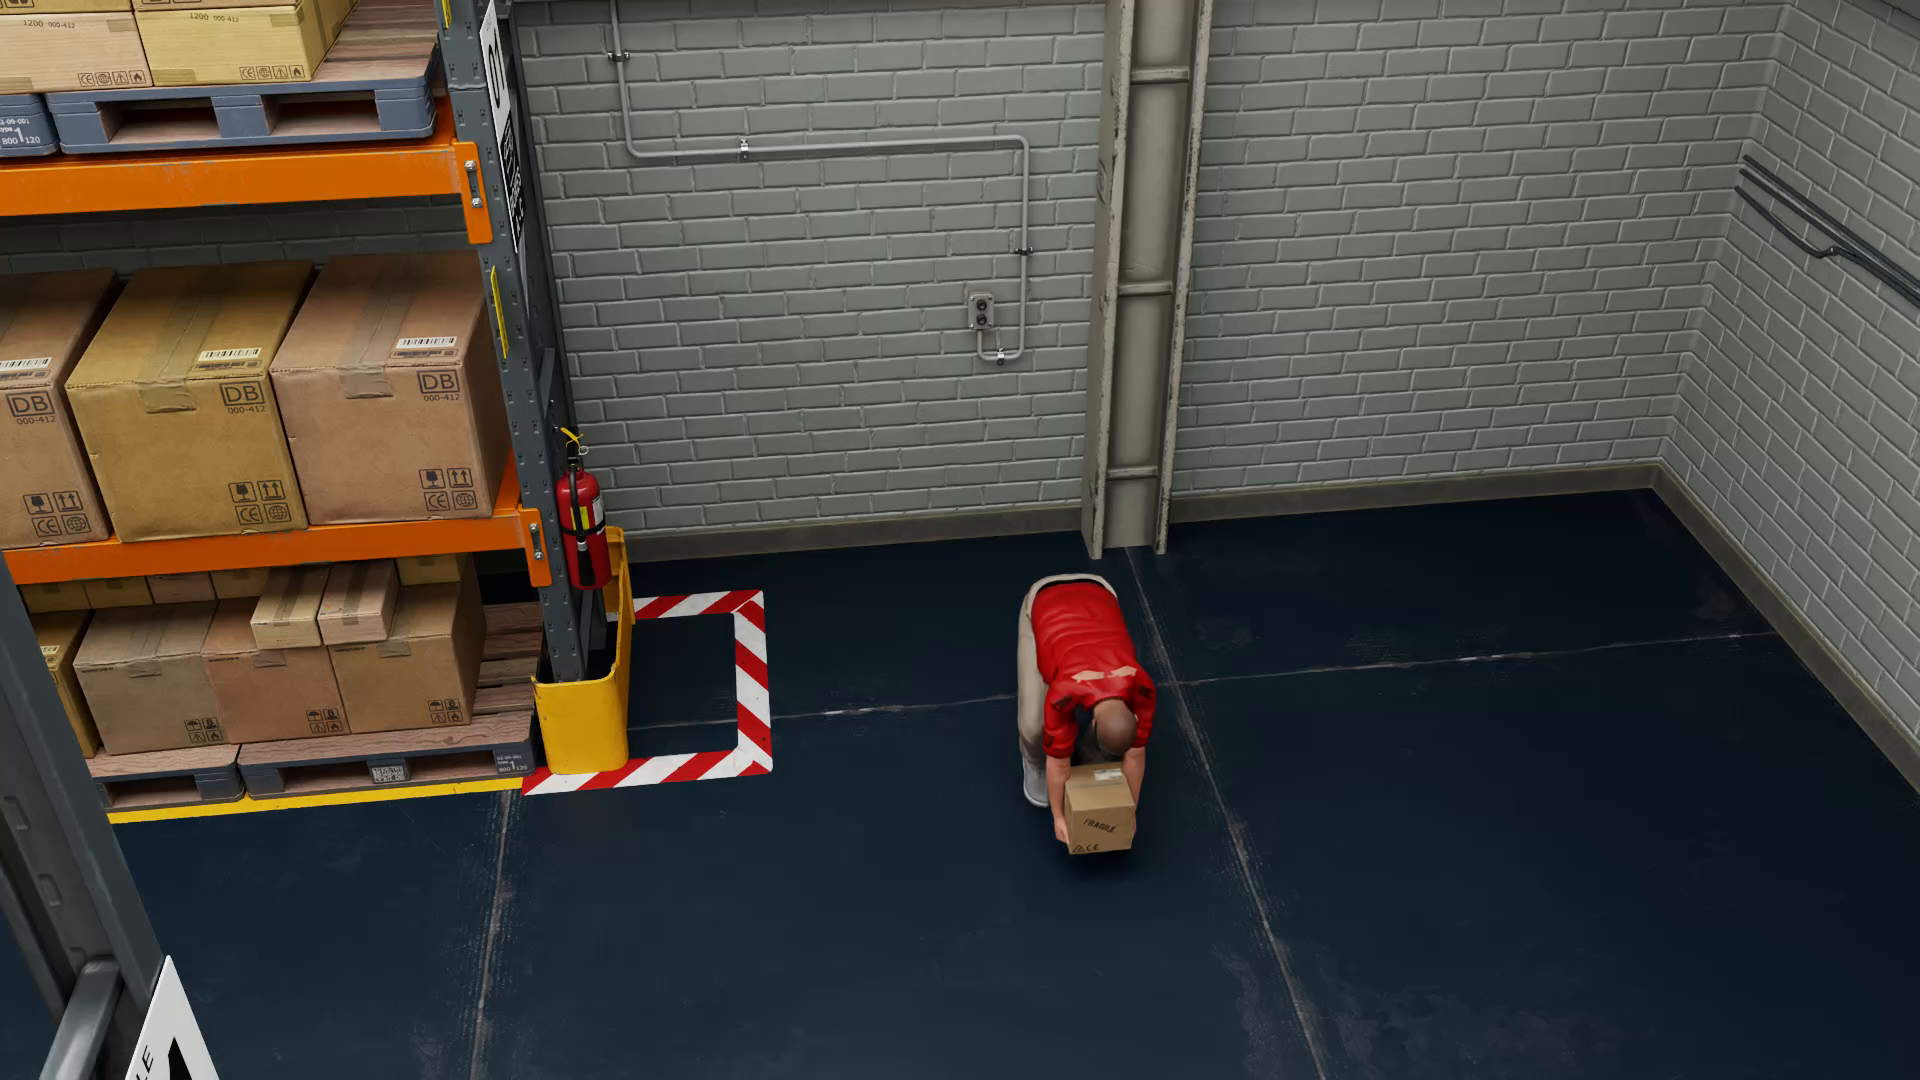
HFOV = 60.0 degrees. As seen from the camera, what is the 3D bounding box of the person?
[{"bbox_3d":[0.513,0.767,6.688,0.509,1.002,0.841,-6,35,-9],"label":"person"}]
